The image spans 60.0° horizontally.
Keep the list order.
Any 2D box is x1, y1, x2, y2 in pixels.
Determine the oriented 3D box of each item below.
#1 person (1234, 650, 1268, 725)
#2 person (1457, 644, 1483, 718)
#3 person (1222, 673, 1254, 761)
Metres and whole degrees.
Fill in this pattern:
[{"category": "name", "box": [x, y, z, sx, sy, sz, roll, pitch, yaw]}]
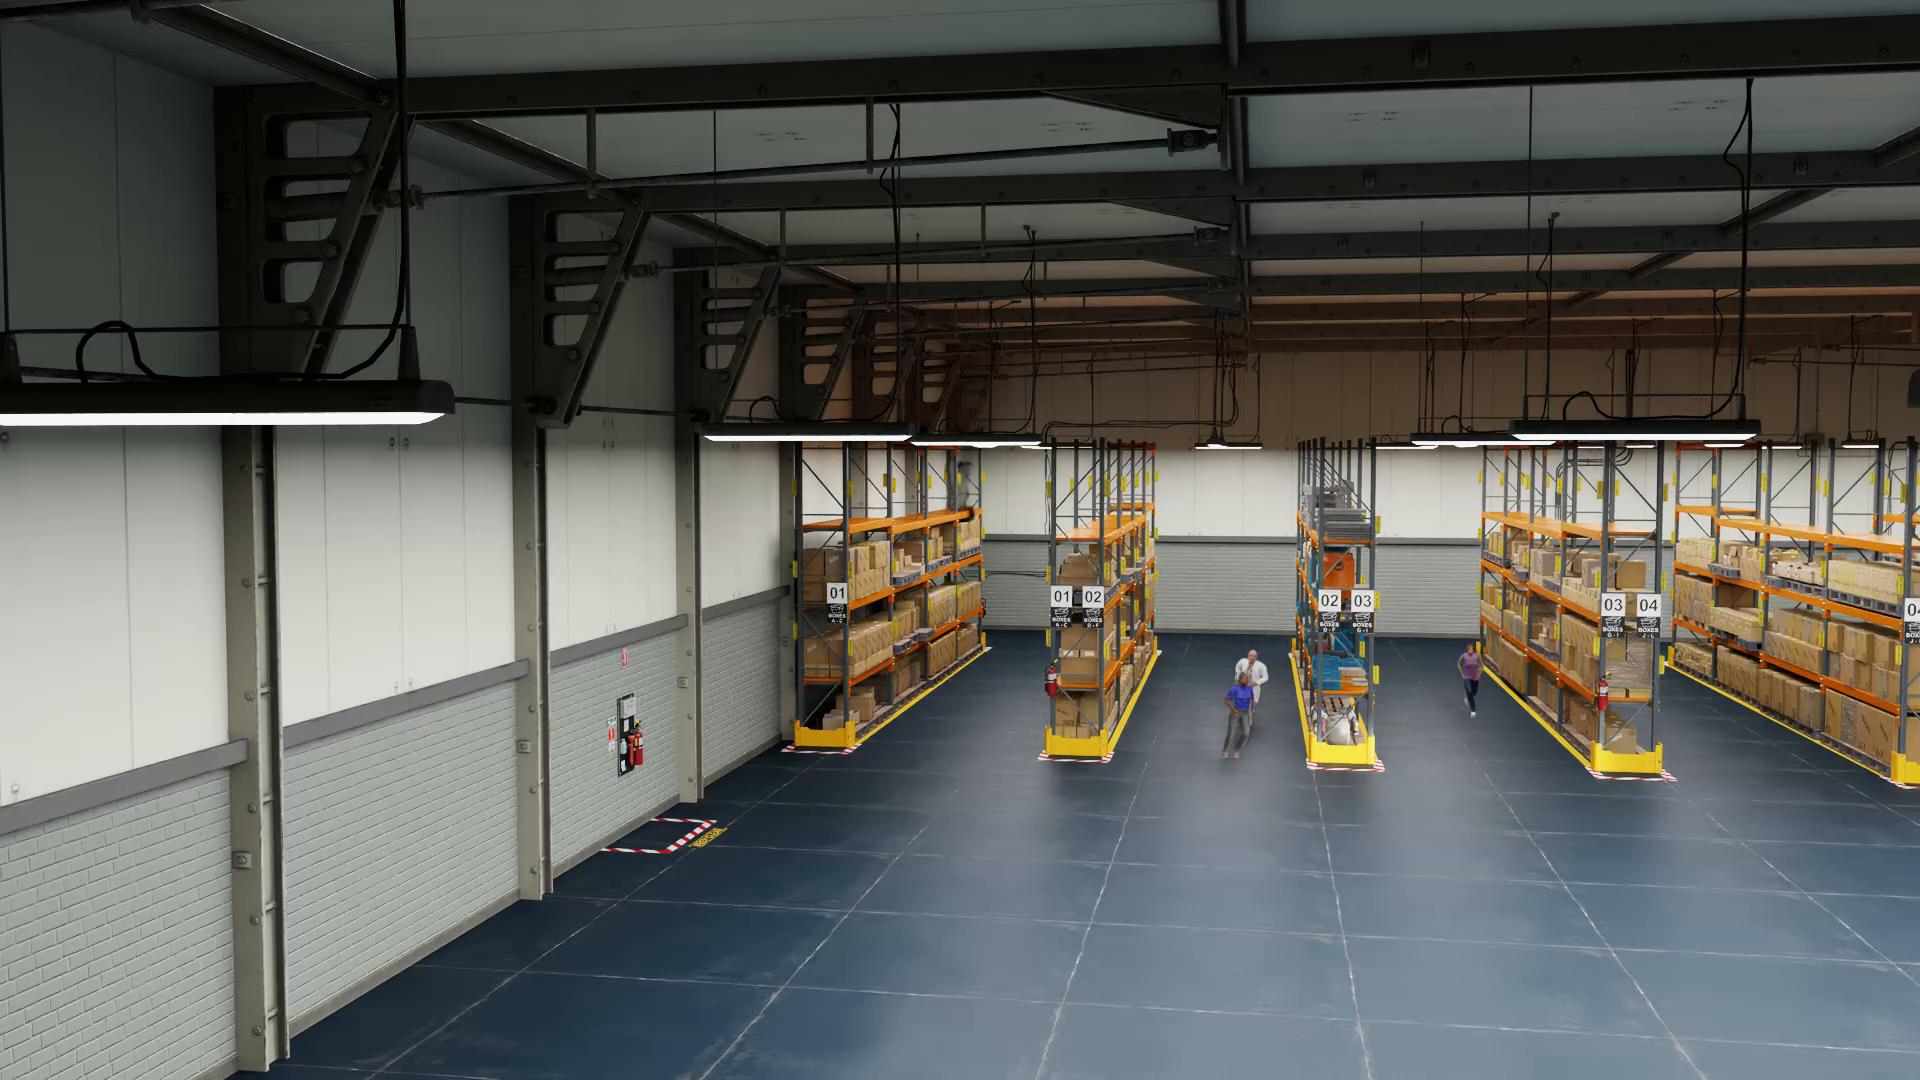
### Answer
[{"category": "person", "box": [6.007, 3.082, 34.234, 0.718, 1.657, 0.887, 1, 3, 19]}, {"category": "person", "box": [11.119, 3.038, 36.269, 0.537, 1.586, 0.901, 0, 3, 7]}, {"category": "person", "box": [5.232, 3.286, 30.962, 0.651, 1.633, 0.615, -1, 3, -11]}]
